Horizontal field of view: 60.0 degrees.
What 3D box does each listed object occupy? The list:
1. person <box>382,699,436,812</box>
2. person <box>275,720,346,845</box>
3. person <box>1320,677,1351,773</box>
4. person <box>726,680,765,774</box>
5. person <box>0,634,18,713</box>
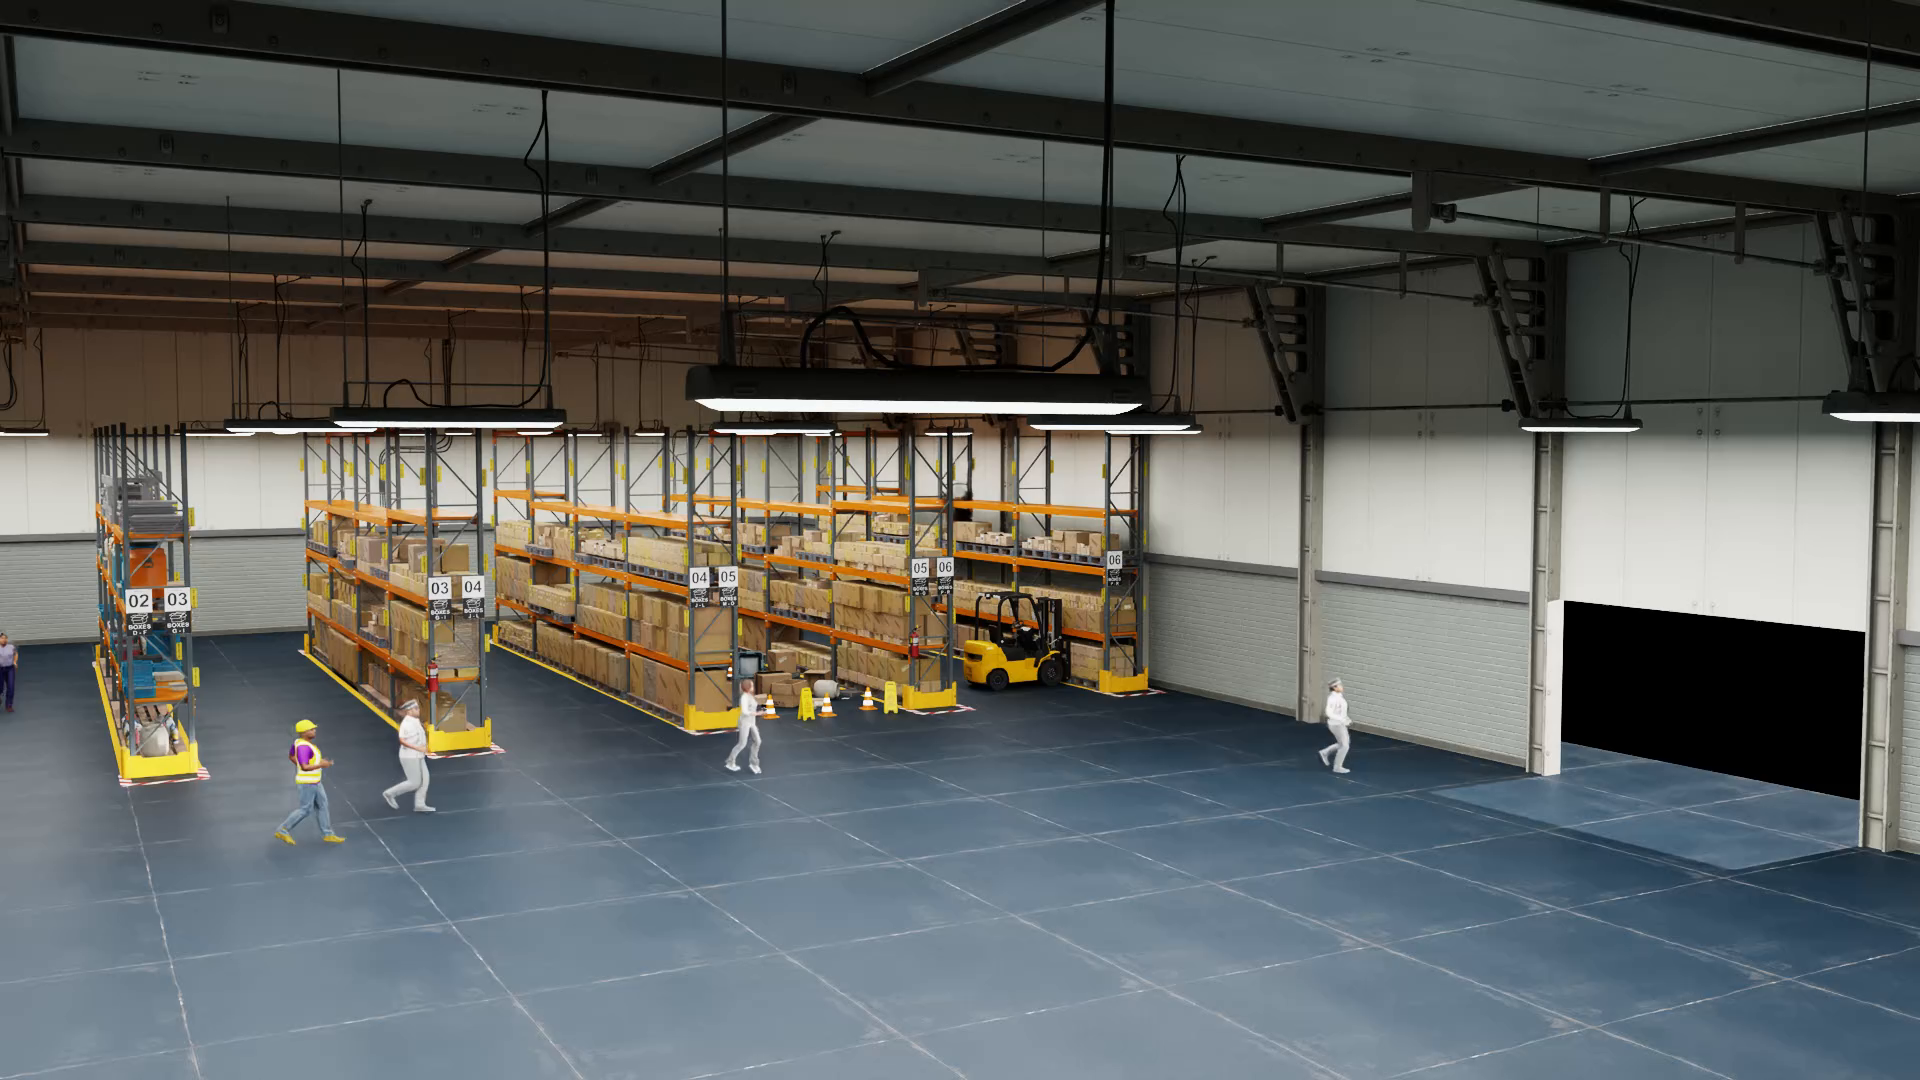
[{"bbox_3d":[-8.415,3.300,25.440,0.751,1.755,0.660,0,3,-8],"label":"person"},{"bbox_3d":[-9.107,3.395,23.270,0.917,1.765,0.701,-1,4,-15],"label":"person"},{"bbox_3d":[6.448,3.166,28.558,0.579,1.646,0.613,2,4,26],"label":"person"},{"bbox_3d":[-3.657,3.209,28.462,0.707,1.662,0.559,1,4,10],"label":"person"},{"bbox_3d":[-20.163,2.789,35.076,0.607,1.639,0.849,-3,5,-41],"label":"person"}]
